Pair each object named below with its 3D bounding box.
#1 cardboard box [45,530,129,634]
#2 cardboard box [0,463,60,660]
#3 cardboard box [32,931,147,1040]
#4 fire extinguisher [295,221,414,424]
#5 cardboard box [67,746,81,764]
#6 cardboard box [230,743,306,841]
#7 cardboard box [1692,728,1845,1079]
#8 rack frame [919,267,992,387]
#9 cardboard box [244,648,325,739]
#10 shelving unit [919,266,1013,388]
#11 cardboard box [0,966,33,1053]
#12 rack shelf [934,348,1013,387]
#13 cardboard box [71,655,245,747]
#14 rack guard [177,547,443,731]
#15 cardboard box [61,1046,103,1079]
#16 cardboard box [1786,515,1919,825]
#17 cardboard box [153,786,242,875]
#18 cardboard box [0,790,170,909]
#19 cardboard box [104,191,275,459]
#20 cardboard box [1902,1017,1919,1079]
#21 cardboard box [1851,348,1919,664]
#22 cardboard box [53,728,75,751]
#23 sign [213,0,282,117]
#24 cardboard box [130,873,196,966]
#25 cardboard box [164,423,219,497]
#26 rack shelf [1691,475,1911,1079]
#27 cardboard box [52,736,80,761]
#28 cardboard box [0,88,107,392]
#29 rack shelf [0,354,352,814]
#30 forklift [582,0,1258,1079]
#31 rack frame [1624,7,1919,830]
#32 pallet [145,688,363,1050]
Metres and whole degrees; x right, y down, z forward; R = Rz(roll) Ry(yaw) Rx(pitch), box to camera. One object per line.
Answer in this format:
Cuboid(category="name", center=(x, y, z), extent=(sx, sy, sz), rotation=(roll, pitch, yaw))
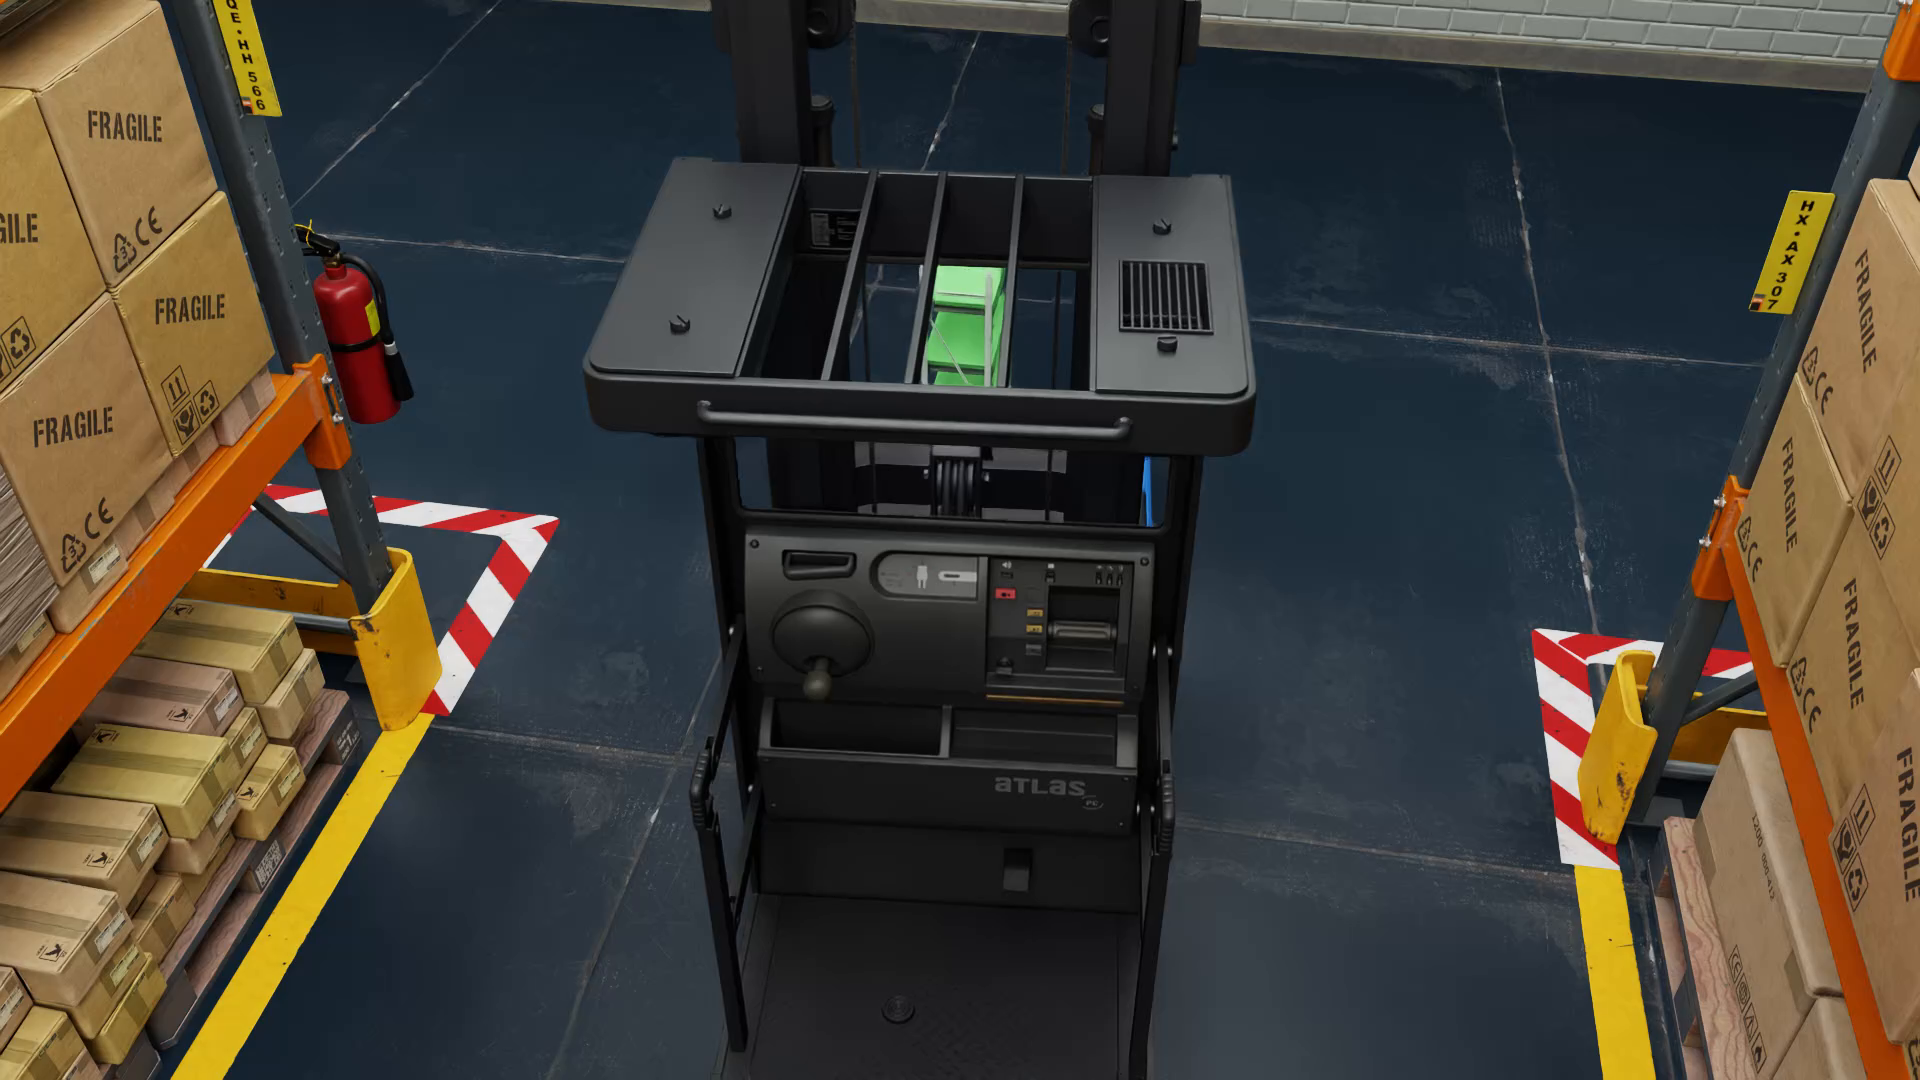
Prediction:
Cuboid(category="cardboard box", center=(-2.265, 0.068, 4.011), extent=(0.380, 0.149, 0.250), rotation=(7, 40, 9))
Cuboid(category="cardboard box", center=(-2.354, 0.060, 3.511), extent=(0.500, 0.500, 0.500), rotation=(7, 40, 8))
Cuboid(category="cardboard box", center=(-2.332, 1.099, 4.241), extent=(0.380, 0.149, 0.250), rotation=(7, 40, 8))
Cuboid(category="fire extinguisher", center=(-1.859, -0.672, 5.063), extent=(0.296, 0.674, 0.183), rotation=(6, 40, 8))
Cuboid(category="cardboard box", center=(-2.727, 0.665, 4.999), extent=(0.380, 0.149, 0.250), rotation=(6, 40, 7))
Cuboid(category="cardboard box", center=(-2.187, 0.724, 4.928), extent=(0.380, 0.149, 0.250), rotation=(8, 40, 9))
Cuboid(category="cardboard box", center=(2.520, 0.995, 4.374), extent=(0.875, 0.438, 0.875), rotation=(5, 40, 6))
Cuboid(category="rack frame", center=(-0.014, -0.413, 5.808), extent=(0.240, 1.200, 0.015), rotation=(6, 40, 8))
Cuboid(category="cardboard box", center=(-2.167, 0.446, 5.031), extent=(0.380, 0.149, 0.250), rotation=(5, 40, 6))
Cuboid(category="shelving unit", center=(0.029, -0.566, 5.993), extent=(0.258, 1.200, 0.503), rotation=(6, 40, 8))
Cuboid(category="cardboard box", center=(-2.472, 1.140, 3.957), extent=(0.380, 0.149, 0.250), rotation=(5, 40, 6))
Cuboid(category="rack shelf", center=(0.029, -0.517, 6.034), extent=(0.258, 0.148, 0.480), rotation=(6, 40, 8))
Cuboid(category="cardboard box", center=(-2.299, 0.480, 4.756), extent=(0.380, 0.149, 0.250), rotation=(7, 40, 9))
Cuboid(category="rack guard", center=(-2.370, 0.272, 5.528), extent=(1.175, 0.500, 0.348), rotation=(6, 40, 8))
Cuboid(category="cardboard box", center=(-2.397, 1.373, 4.143), extent=(0.380, 0.149, 0.250), rotation=(7, 40, 9))
Cuboid(category="cardboard box", center=(2.110, 0.295, 3.460), extent=(0.500, 0.500, 0.500), rotation=(6, 40, 7))
Cuboid(category="cardboard box", center=(-2.255, 0.773, 4.636), extent=(0.380, 0.149, 0.250), rotation=(5, 40, 6))
Cuboid(category="cardboard box", center=(-2.326, 0.813, 4.354), extent=(0.380, 0.149, 0.250), rotation=(5, 40, 6))
Cuboid(category="cardboard box", center=(-2.181, -0.581, 4.287), extent=(0.500, 0.500, 0.500), rotation=(7, 40, 9))
Cuboid(category="cardboard box", center=(1.934, 0.929, 2.694), extent=(0.500, 0.500, 0.500), rotation=(8, 40, 9))
Cuboid(category="cardboard box", center=(2.090, -0.085, 3.136), extent=(0.500, 0.500, 0.500), rotation=(5, 40, 6))
Cuboid(category="cardboard box", center=(-2.711, 0.447, 4.797), extent=(0.380, 0.149, 0.250), rotation=(7, 40, 8))
Cuboid(category="sign", center=(-1.814, -1.233, 4.231), extent=(0.100, 0.325, 0.005), rotation=(6, 40, 8))
Cuboid(category="cardboard box", center=(-2.348, 1.037, 4.550), extent=(0.380, 0.149, 0.250), rotation=(7, 40, 8))
Cuboid(category="cardboard box", center=(-2.215, -0.254, 4.400), extent=(0.380, 0.149, 0.250), rotation=(6, 40, 8))
Cuboid(category="rack shelf", center=(2.190, 1.276, 2.917), extent=(1.077, 0.370, 4.000), rotation=(6, 40, 8))
Cuboid(category="cardboard box", center=(-2.803, 0.550, 4.905), extent=(0.380, 0.149, 0.250), rotation=(6, 40, 7))
Cuboid(category="cardboard box", center=(-2.279, -0.645, 3.579), extent=(0.500, 0.500, 0.500), rotation=(5, 40, 6))
Cuboid(category="rack shelf", center=(-2.703, 0.794, 3.500), extent=(1.077, 0.370, 4.000), rotation=(6, 40, 8))
Cuboid(category="forklift", center=(-0.041, 0.260, 3.635), extent=(1.130, 2.935, 3.031), rotation=(3, 40, 3))
Cuboid(category="rack frame", center=(2.536, -0.256, 4.206), extent=(1.000, 3.000, 0.127), rotation=(6, 40, 8))
Cuboid(category="pallet", center=(-2.545, 0.890, 5.008), extent=(1.003, 0.211, 1.213), rotation=(6, 40, 8))
